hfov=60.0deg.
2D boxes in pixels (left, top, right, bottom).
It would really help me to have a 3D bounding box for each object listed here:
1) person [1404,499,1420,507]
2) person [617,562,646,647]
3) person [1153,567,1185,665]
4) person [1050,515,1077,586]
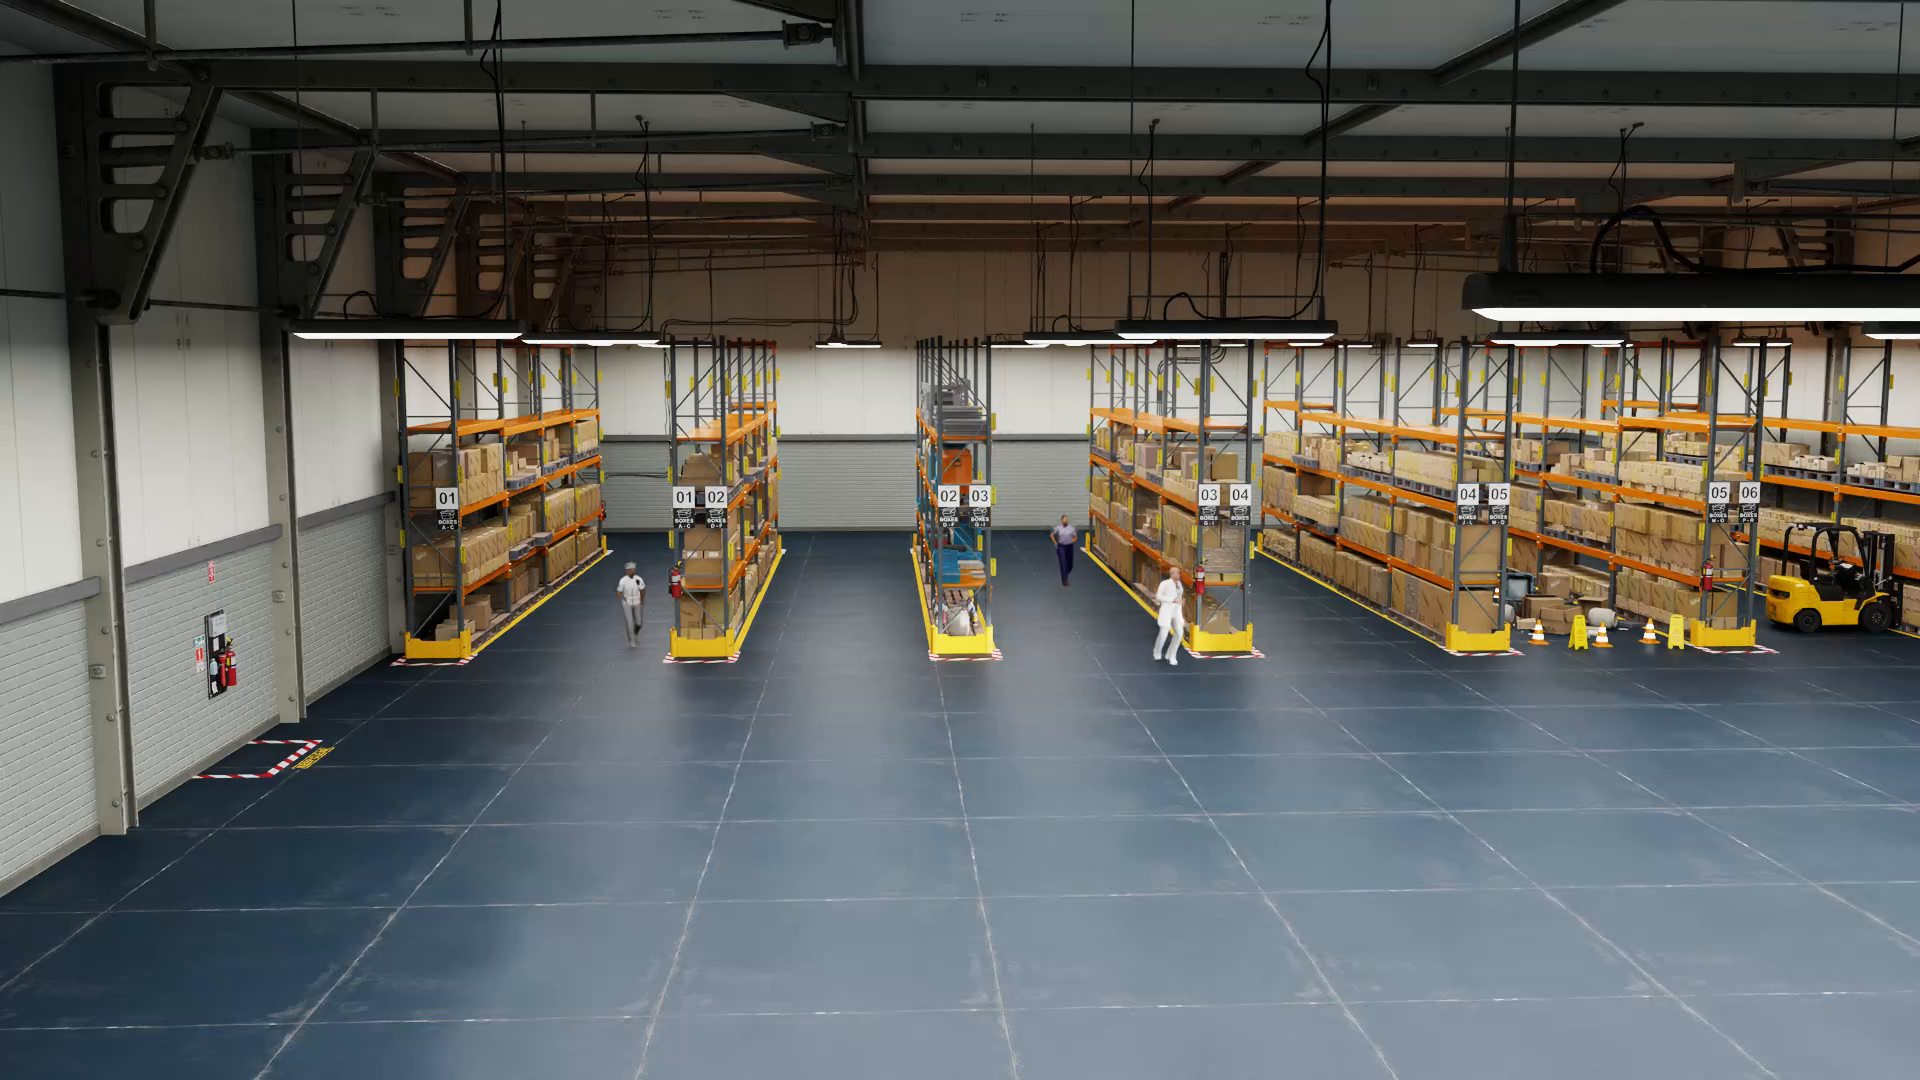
[{"bbox_3d":[13.401,-0.732,49.489,0.918,1.701,0.657,0,6,1],"label":"person"},{"bbox_3d":[-6.327,1.253,32.127,0.570,1.654,0.568,-2,7,-18],"label":"person"},{"bbox_3d":[3.937,1.392,30.701,0.705,1.768,0.741,-3,7,-24],"label":"person"},{"bbox_3d":[2.444,0.249,38.723,0.620,1.641,0.731,-1,7,-12],"label":"person"}]
